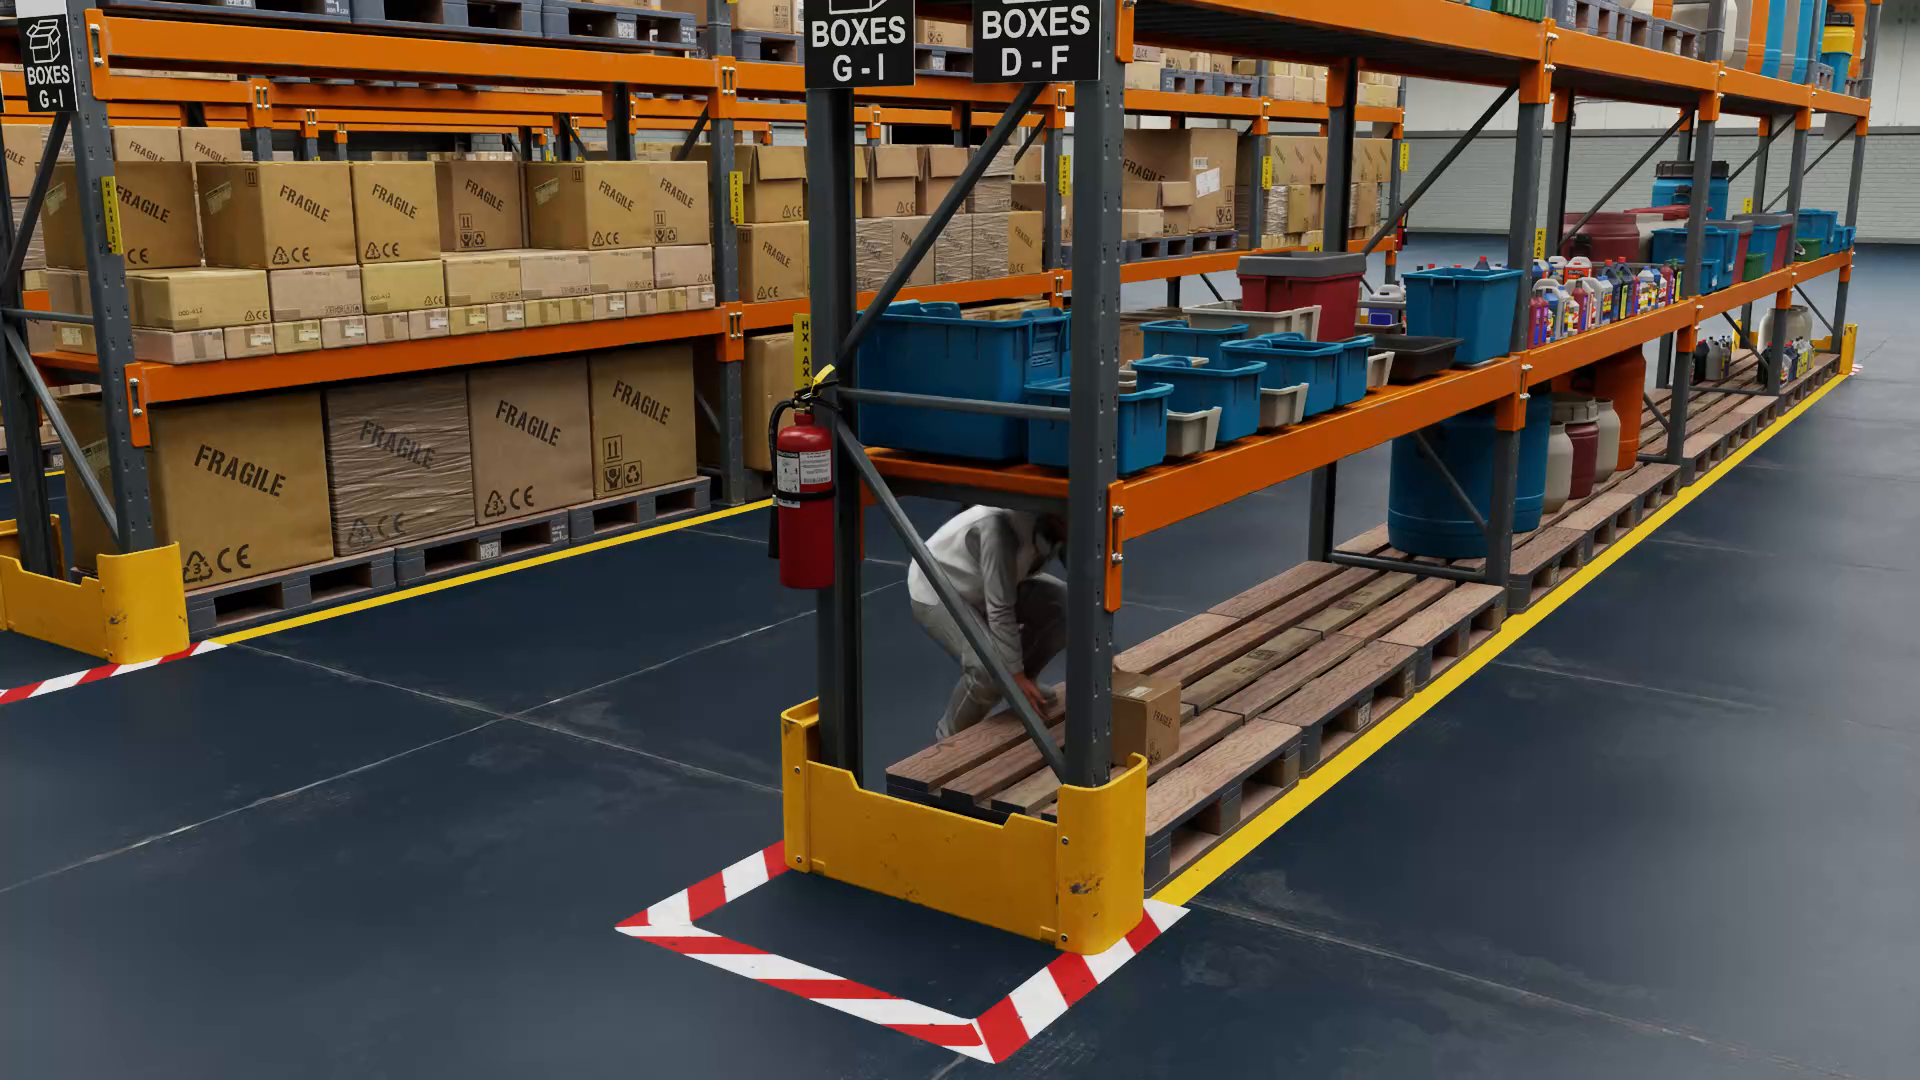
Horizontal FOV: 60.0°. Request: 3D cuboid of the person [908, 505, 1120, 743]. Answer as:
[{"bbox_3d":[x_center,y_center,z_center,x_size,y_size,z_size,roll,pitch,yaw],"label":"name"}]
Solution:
[{"bbox_3d":[0.218,0.262,6.156,0.568,1.161,0.874,-10,16,-38],"label":"person"}]
